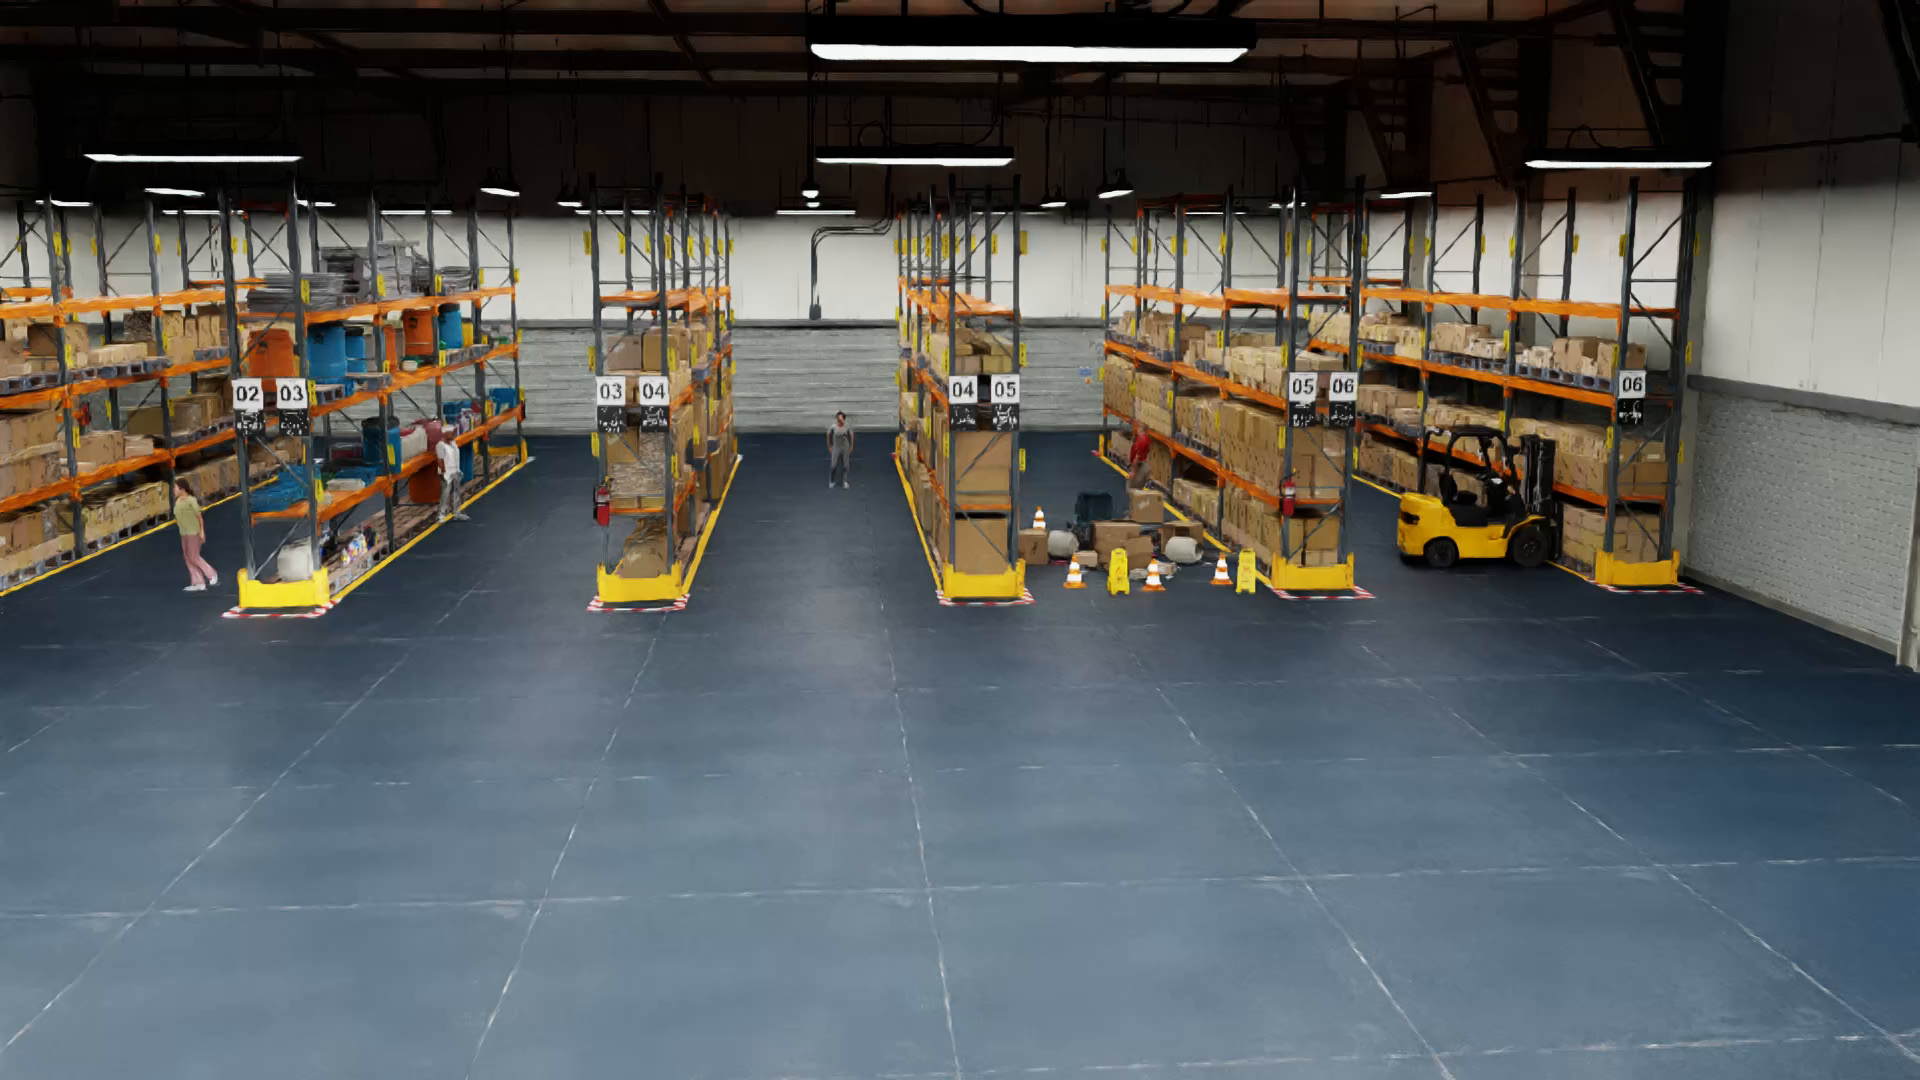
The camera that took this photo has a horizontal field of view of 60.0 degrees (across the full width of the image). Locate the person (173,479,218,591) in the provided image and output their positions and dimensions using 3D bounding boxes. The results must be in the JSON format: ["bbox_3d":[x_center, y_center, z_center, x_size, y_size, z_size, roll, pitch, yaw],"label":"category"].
[{"bbox_3d":[-11.227,-0.088,24.437,0.520,1.664,0.503,6,12,32],"label":"person"}]

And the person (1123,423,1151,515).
[{"bbox_3d":[3.235,-1.276,30.164,0.555,1.708,0.623,4,11,19],"label":"person"}]

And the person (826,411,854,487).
[{"bbox_3d":[-2.509,-1.904,34.868,0.580,1.618,0.507,-1,10,-7],"label":"person"}]

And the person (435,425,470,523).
[{"bbox_3d":[-9.326,-1.217,30.379,0.399,1.775,0.719,3,10,16],"label":"person"}]
